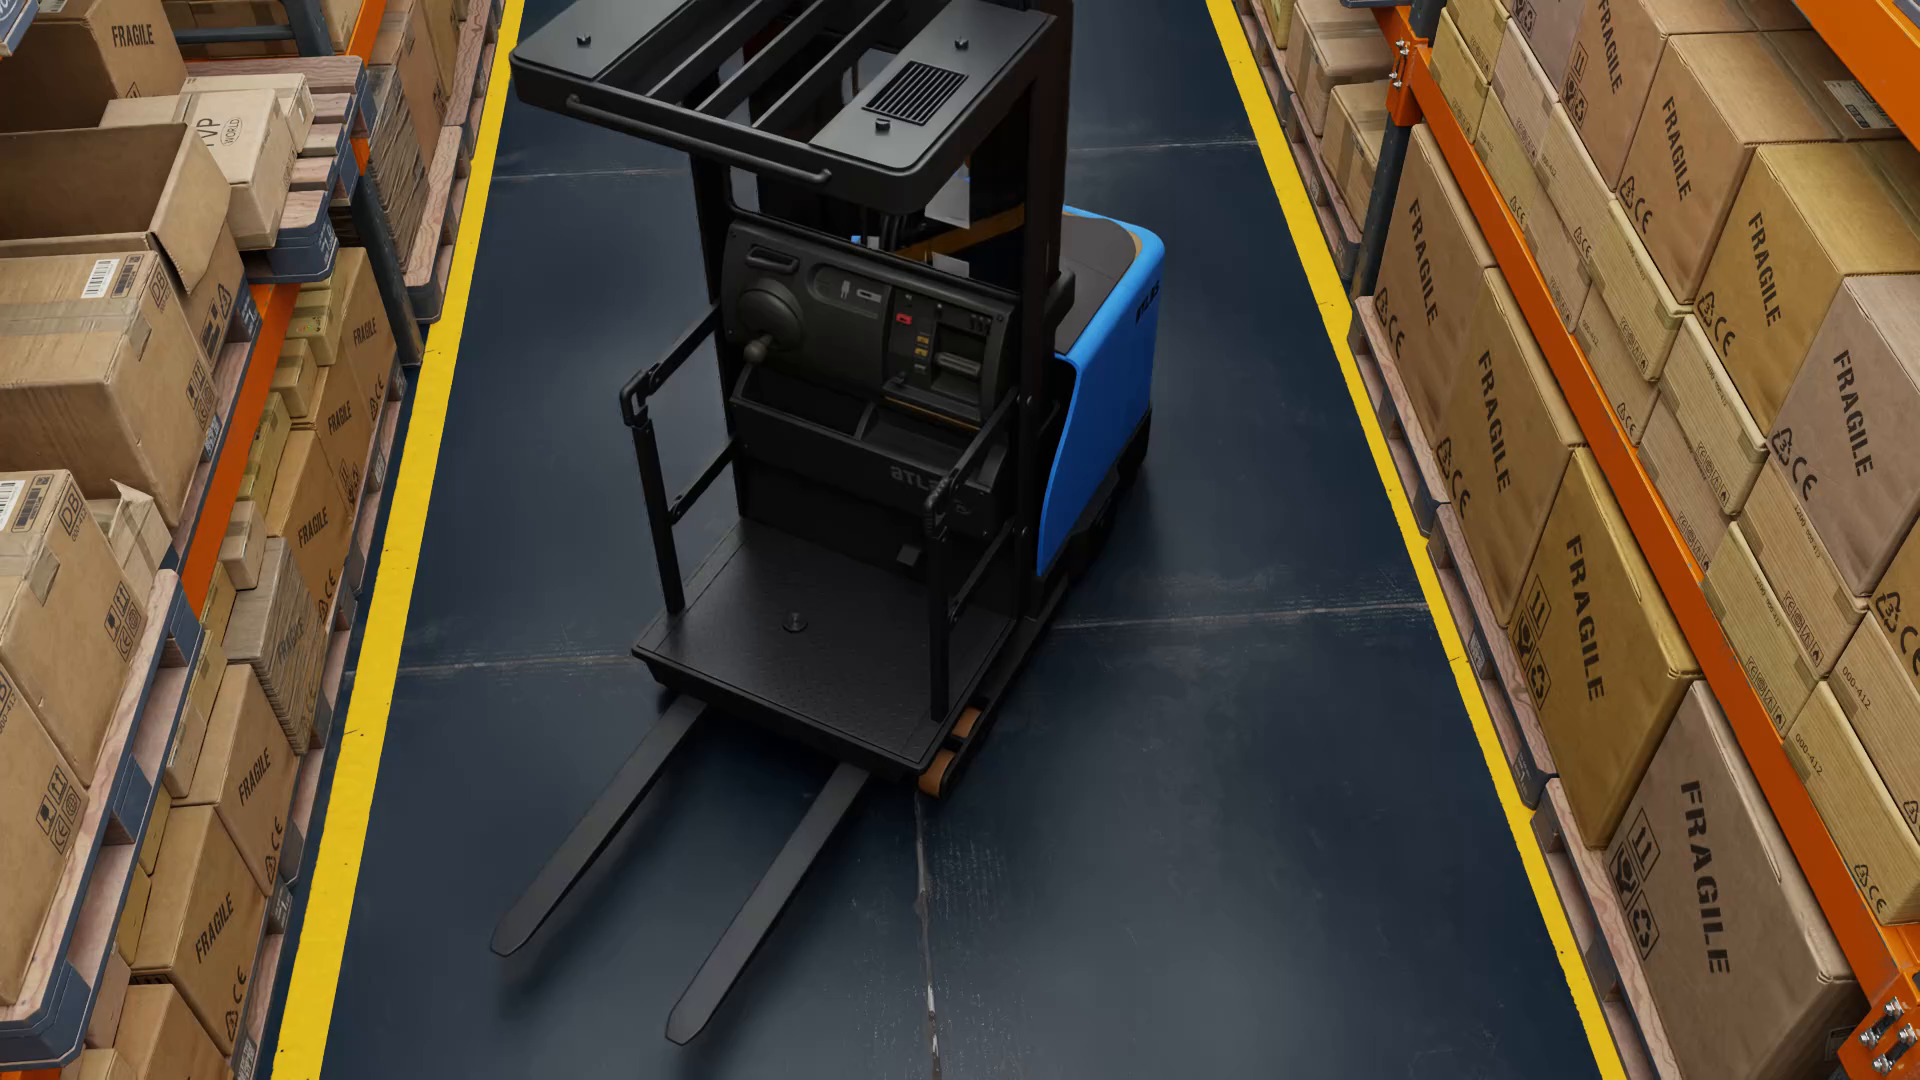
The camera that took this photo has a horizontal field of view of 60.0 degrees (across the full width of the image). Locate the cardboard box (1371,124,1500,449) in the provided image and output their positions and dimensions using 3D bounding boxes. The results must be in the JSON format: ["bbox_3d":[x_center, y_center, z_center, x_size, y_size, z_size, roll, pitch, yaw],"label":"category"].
[{"bbox_3d":[2.171,-0.979,6.285,0.875,0.875,0.875,-4,47,-4],"label":"cardboard box"}]

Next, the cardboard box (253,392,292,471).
[{"bbox_3d":[-2.448,-0.349,5.500,0.380,0.149,0.250,-2,47,-2],"label":"cardboard box"}]

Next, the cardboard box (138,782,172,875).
[{"bbox_3d":[-2.350,0.767,4.443,0.380,0.149,0.250,-4,47,-4],"label":"cardboard box"}]

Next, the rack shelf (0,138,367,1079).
[{"bbox_3d":[-2.583,-0.071,4.747,1.077,0.370,4.000,-3,47,-3],"label":"rack shelf"}]

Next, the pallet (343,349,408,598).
[{"bbox_3d":[-2.725,-0.264,6.355,1.003,0.211,1.213,-3,47,-3],"label":"pallet"}]

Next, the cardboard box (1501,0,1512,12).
[{"bbox_3d":[1.993,-2.076,5.393,0.500,0.500,0.500,-5,47,-5],"label":"cardboard box"}]

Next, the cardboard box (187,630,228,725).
[{"bbox_3d":[-2.352,0.404,4.787,0.380,0.149,0.250,-2,47,-2],"label":"cardboard box"}]

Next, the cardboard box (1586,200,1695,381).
[{"bbox_3d":[2.093,-0.705,4.611,0.500,0.250,0.500,-3,47,-3],"label":"cardboard box"}]

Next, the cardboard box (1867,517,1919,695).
[{"bbox_3d":[2.243,0.138,3.296,0.500,0.500,0.500,-2,47,-2],"label":"cardboard box"}]

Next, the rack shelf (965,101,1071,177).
[{"bbox_3d":[0.107,-1.581,6.320,0.431,0.518,0.480,-21,50,-19],"label":"rack shelf"}]

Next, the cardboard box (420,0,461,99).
[{"bbox_3d":[-2.908,-2.505,7.902,0.875,0.625,0.625,-5,47,-5],"label":"cardboard box"}]

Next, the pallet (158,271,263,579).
[{"bbox_3d":[-2.583,-0.292,4.593,1.003,0.211,1.213,-3,47,-3],"label":"pallet"}]

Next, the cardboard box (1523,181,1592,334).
[{"bbox_3d":[2.085,-0.898,5.138,0.500,0.250,0.500,-2,47,-2],"label":"cardboard box"}]

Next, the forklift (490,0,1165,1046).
[{"bbox_3d":[-0.385,-0.541,4.744,1.130,2.935,3.031,20,50,18],"label":"forklift"}]

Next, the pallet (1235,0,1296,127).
[{"bbox_3d":[2.033,-2.557,8.526,1.003,0.211,1.213,-3,47,-3],"label":"pallet"}]

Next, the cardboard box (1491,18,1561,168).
[{"bbox_3d":[2.034,-1.434,5.301,0.500,0.250,0.500,-2,47,-2],"label":"cardboard box"}]

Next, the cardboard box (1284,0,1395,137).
[{"bbox_3d":[2.089,-2.253,7.839,0.950,0.372,0.625,-4,47,-4],"label":"cardboard box"}]

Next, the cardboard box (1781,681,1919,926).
[{"bbox_3d":[2.242,0.567,3.751,0.500,0.250,0.500,-4,47,-4],"label":"cardboard box"}]

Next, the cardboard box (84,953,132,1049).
[{"bbox_3d":[-2.280,1.150,4.081,0.380,0.149,0.250,-5,47,-4],"label":"cardboard box"}]

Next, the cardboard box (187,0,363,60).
[{"bbox_3d":[-2.544,-2.050,6.228,0.500,0.250,0.500,-3,47,-3],"label":"cardboard box"}]

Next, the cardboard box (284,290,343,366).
[{"bbox_3d":[-2.403,-0.736,5.866,0.380,0.149,0.250,-6,47,-5],"label":"cardboard box"}]

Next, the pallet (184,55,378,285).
[{"bbox_3d":[-2.624,-1.213,5.465,1.213,0.211,1.003,-3,47,-3],"label":"pallet"}]

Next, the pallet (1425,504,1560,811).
[{"bbox_3d":[2.286,0.345,5.778,1.003,0.211,1.213,-3,47,-3],"label":"pallet"}]

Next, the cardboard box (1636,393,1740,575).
[{"bbox_3d":[2.177,-0.168,4.446,0.500,0.250,0.500,-5,47,-4],"label":"cardboard box"}]

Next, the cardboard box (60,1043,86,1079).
[{"bbox_3d":[-2.241,1.247,3.784,0.380,0.149,0.250,-4,47,-4],"label":"cardboard box"}]

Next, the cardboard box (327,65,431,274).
[{"bbox_3d":[-2.789,-1.545,6.994,0.875,0.625,0.625,-2,47,-2],"label":"cardboard box"}]

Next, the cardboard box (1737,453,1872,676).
[{"bbox_3d":[2.202,0.039,3.906,0.500,0.250,0.500,-2,47,-2],"label":"cardboard box"}]

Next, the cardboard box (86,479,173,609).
[{"bbox_3d":[-2.149,0.002,3.985,0.396,0.266,0.258,-1,47,-1],"label":"cardboard box"}]

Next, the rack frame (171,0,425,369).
[{"bbox_3d":[-2.750,-1.765,5.856,1.000,3.000,0.127,-3,47,-3],"label":"rack frame"}]

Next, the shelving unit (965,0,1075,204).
[{"bbox_3d":[0.107,-1.591,6.310,0.431,2.100,0.503,-21,50,-19],"label":"shelving unit"}]

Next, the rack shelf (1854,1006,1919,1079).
[{"bbox_3d":[2.698,2.519,2.294,1.077,0.370,4.000,-3,47,-3],"label":"rack shelf"}]

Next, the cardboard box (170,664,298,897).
[{"bbox_3d":[-2.323,0.734,4.921,0.500,0.500,0.500,-5,47,-4],"label":"cardboard box"}]

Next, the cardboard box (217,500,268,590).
[{"bbox_3d":[-2.373,0.030,5.141,0.380,0.149,0.250,-6,47,-5],"label":"cardboard box"}]

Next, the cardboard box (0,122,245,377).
[{"bbox_3d":[-2.429,-0.775,4.558,0.797,0.503,0.637,-4,47,-4],"label":"cardboard box"}]

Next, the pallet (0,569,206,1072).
[{"bbox_3d":[-2.373,0.610,3.738,1.003,0.211,1.213,-3,47,-3],"label":"pallet"}]

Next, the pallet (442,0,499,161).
[{"bbox_3d":[-2.879,-2.285,8.269,1.003,0.211,1.213,-3,47,-3],"label":"pallet"}]

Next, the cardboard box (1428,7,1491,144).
[{"bbox_3d":[1.986,-1.649,5.849,0.500,0.250,0.500,-4,47,-4],"label":"cardboard box"}]

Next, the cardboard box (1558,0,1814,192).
[{"bbox_3d":[2.072,-1.343,4.698,0.500,0.500,0.500,-2,47,-2],"label":"cardboard box"}]

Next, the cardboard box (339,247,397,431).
[{"bbox_3d":[-2.501,-0.757,6.334,0.500,0.500,0.500,-2,47,-2],"label":"cardboard box"}]

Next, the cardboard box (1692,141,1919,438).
[{"bbox_3d":[2.169,-0.604,3.998,0.500,0.500,0.500,-2,47,-2],"label":"cardboard box"}]

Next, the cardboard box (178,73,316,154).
[{"bbox_3d":[-2.313,-1.371,5.367,0.380,0.149,0.250,-3,47,-3],"label":"cardboard box"}]

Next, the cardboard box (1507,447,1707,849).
[{"bbox_3d":[2.316,0.314,5.061,0.875,0.875,0.875,-2,47,-2],"label":"cardboard box"}]

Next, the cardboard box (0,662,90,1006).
[{"bbox_3d":[-2.233,0.586,3.271,0.700,0.500,0.500,-2,47,-2],"label":"cardboard box"}]

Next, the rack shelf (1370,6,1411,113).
[{"bbox_3d":[2.028,-3.269,7.776,1.077,0.370,4.000,-3,47,-3],"label":"rack shelf"}]

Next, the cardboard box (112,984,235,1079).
[{"bbox_3d":[-2.232,1.480,4.214,0.500,0.500,0.500,-2,47,-2],"label":"cardboard box"}]

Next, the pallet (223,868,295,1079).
[{"bbox_3d":[-2.521,1.502,4.683,1.003,0.211,1.213,-3,47,-3],"label":"pallet"}]

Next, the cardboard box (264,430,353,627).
[{"bbox_3d":[-2.423,-0.016,5.632,0.500,0.500,0.500,-2,47,-2],"label":"cardboard box"}]
